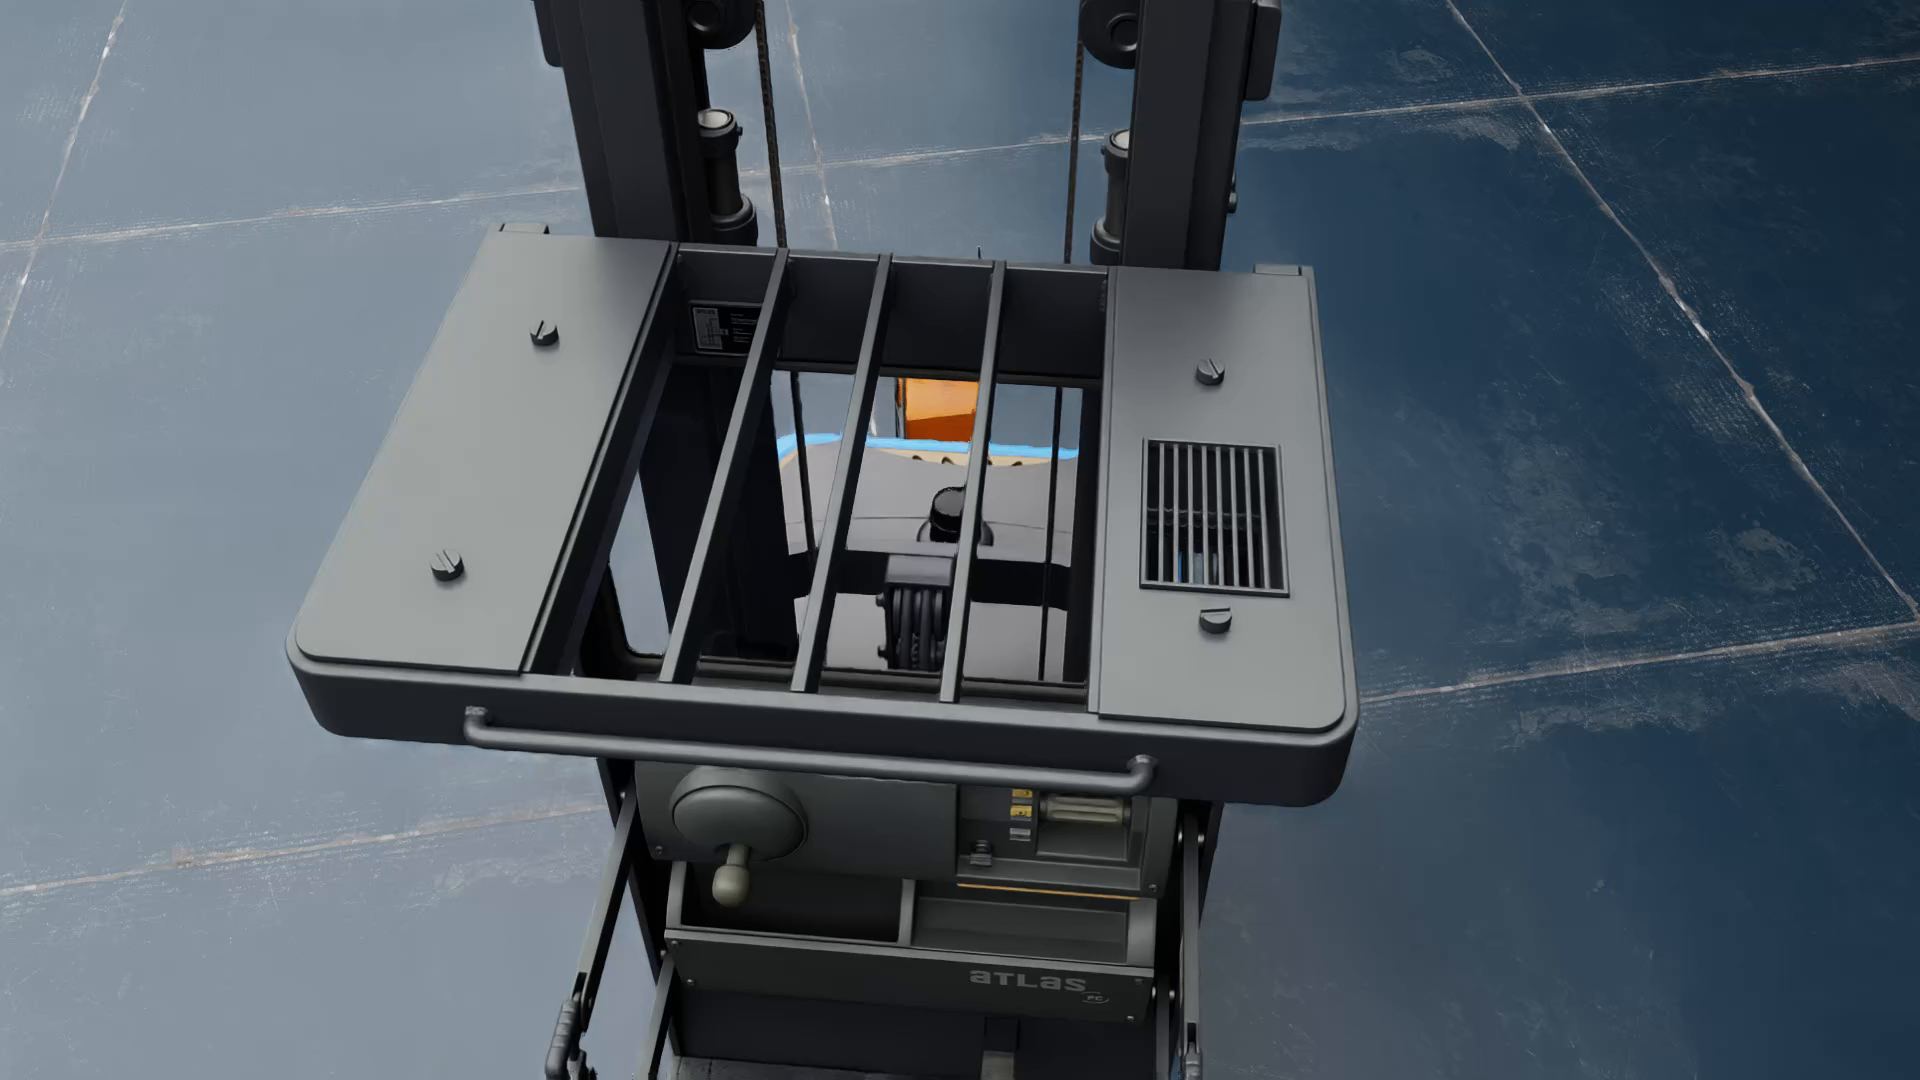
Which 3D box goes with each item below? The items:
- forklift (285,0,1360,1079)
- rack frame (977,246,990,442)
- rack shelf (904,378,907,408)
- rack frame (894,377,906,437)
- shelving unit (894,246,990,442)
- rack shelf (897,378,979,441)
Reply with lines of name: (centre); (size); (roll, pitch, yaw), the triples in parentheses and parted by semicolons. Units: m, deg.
forklift: (-0.111, 0.546, 2.689); (1.130, 2.935, 3.031); (4, 46, 4)
rack frame: (0.067, -0.373, 4.880); (0.008, 1.050, 0.200); (-7, 46, -7)
rack shelf: (-0.053, -0.547, 4.669); (0.240, 0.259, 0.215); (-7, 46, -7)
rack frame: (-0.173, -0.343, 4.851); (0.008, 1.050, 0.200); (-7, 46, -7)
shelving unit: (-0.053, -0.358, 4.866); (0.252, 1.050, 0.215); (-7, 46, -7)
rack shelf: (-0.053, -0.350, 4.873); (0.240, 0.259, 0.215); (-7, 46, -7)
